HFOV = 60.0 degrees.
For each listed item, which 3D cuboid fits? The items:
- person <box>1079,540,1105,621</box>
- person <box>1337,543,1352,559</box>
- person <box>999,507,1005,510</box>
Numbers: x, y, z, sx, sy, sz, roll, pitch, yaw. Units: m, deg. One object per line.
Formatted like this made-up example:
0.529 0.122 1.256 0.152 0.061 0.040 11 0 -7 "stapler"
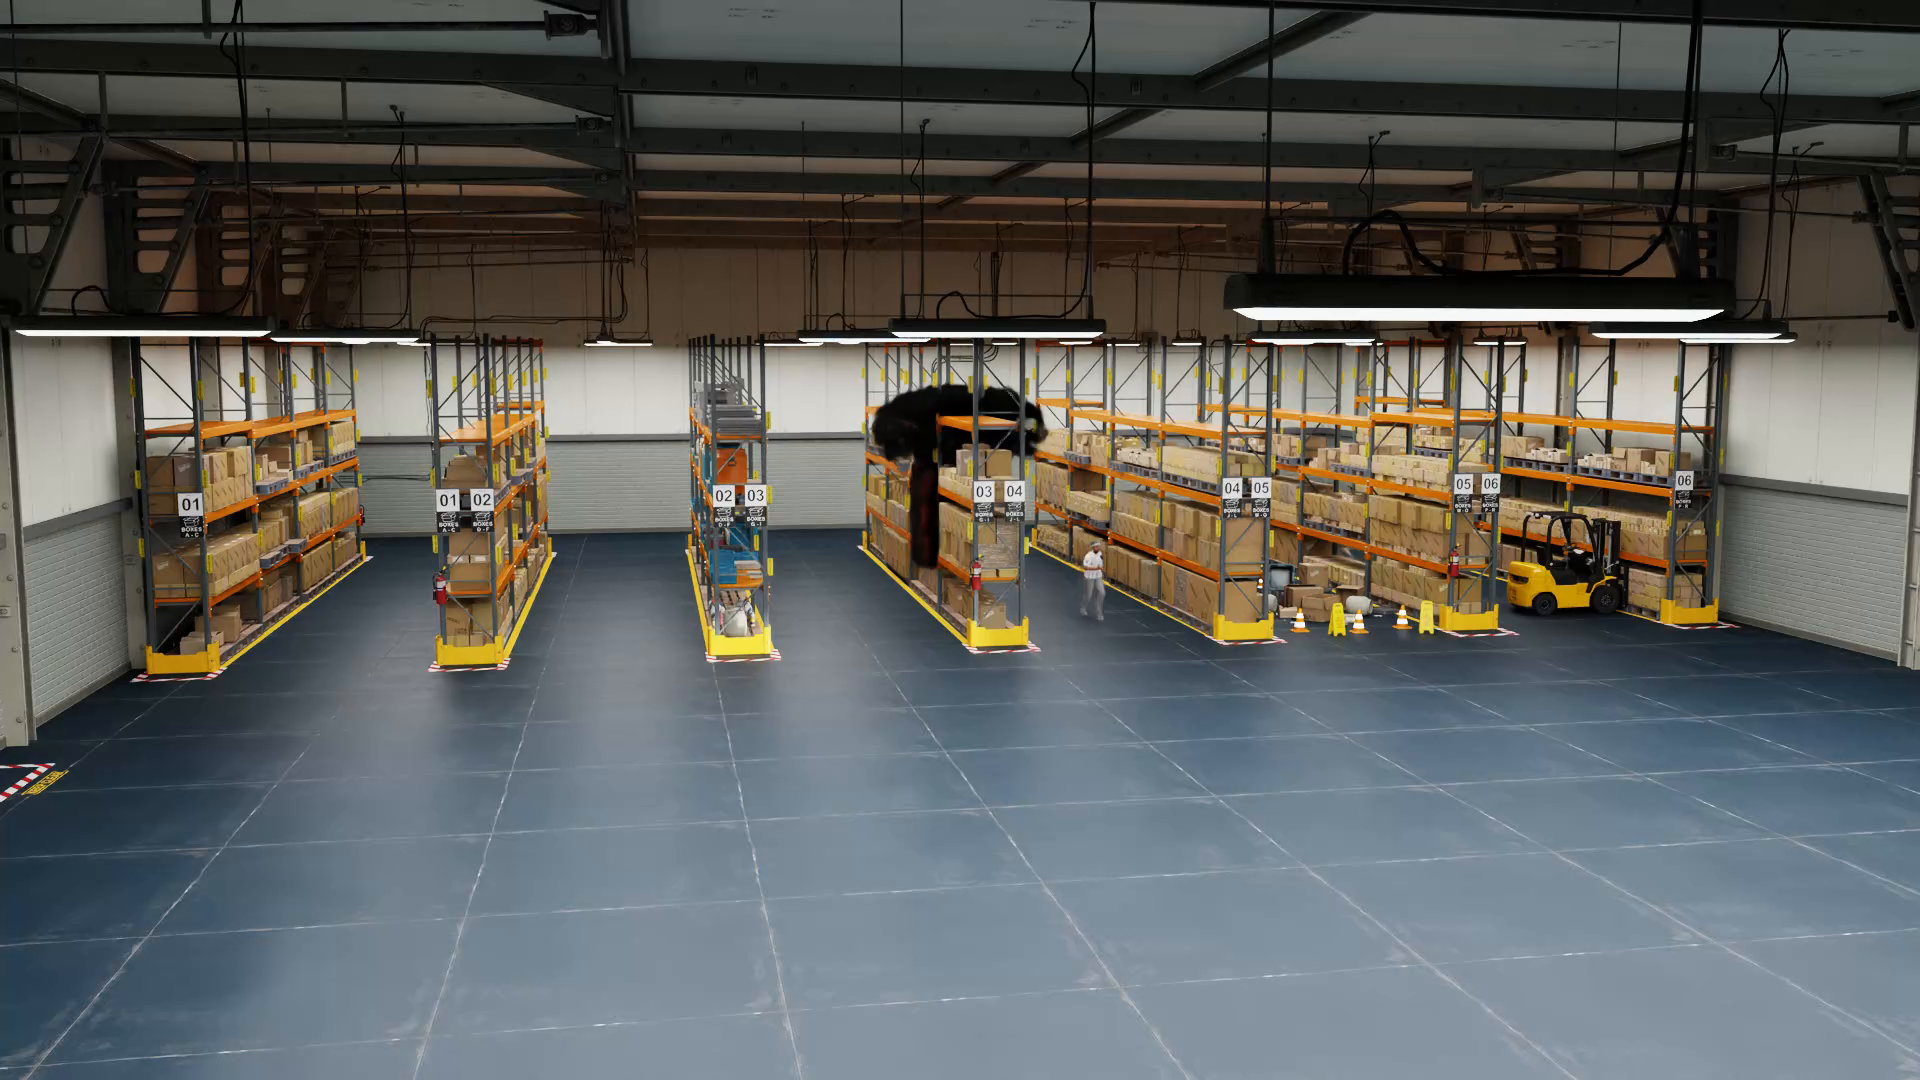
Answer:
2.816 0.841 35.450 0.600 1.735 0.847 -4 8 -31 "person"
10.038 -0.134 43.849 0.658 1.681 0.680 -3 7 -23 "person"
0.965 -0.616 47.981 0.854 1.682 0.561 0 7 -3 "person"
